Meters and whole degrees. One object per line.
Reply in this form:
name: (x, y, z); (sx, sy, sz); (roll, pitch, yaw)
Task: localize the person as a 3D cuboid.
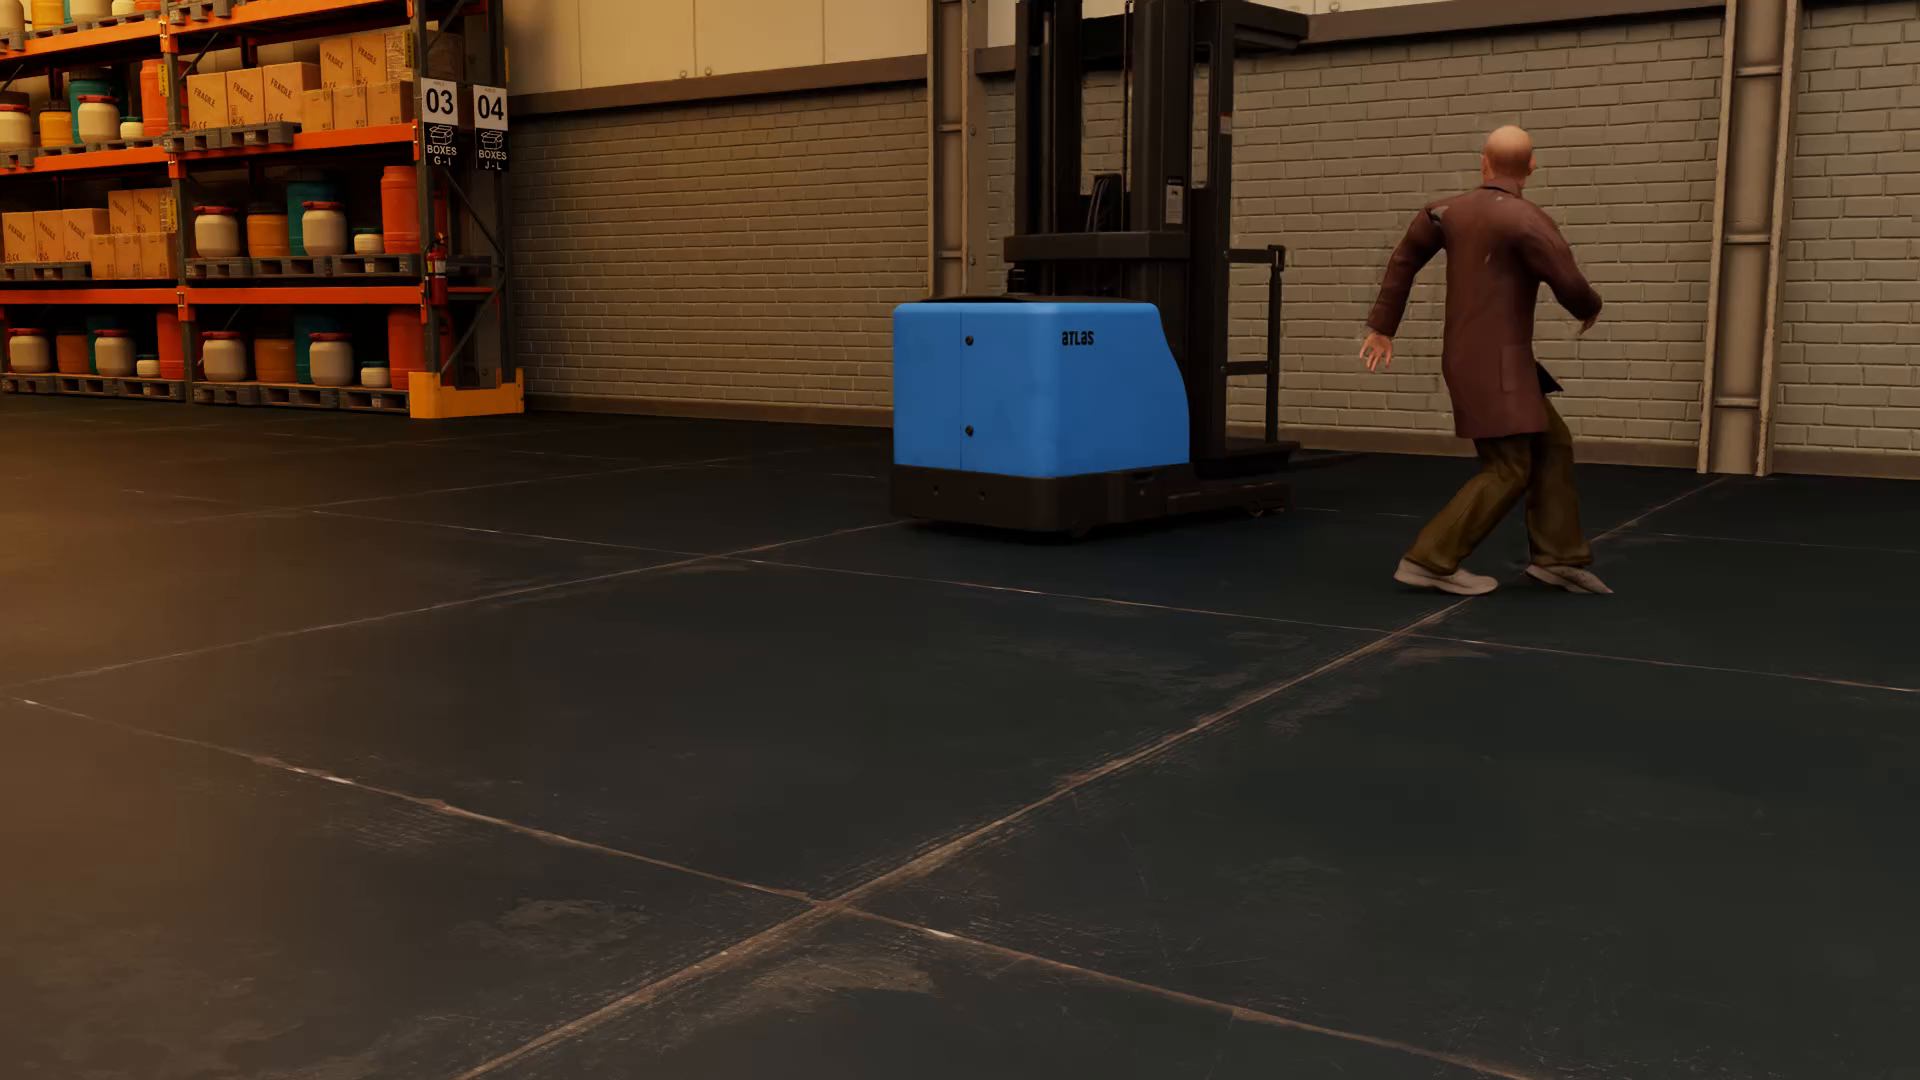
person: (1.992, -0.532, 6.142); (0.963, 1.575, 0.628); (0, 8, 2)

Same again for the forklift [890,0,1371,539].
forklift: (1.058, -1.611, 8.524); (1.130, 2.935, 3.031); (8, 11, 44)
